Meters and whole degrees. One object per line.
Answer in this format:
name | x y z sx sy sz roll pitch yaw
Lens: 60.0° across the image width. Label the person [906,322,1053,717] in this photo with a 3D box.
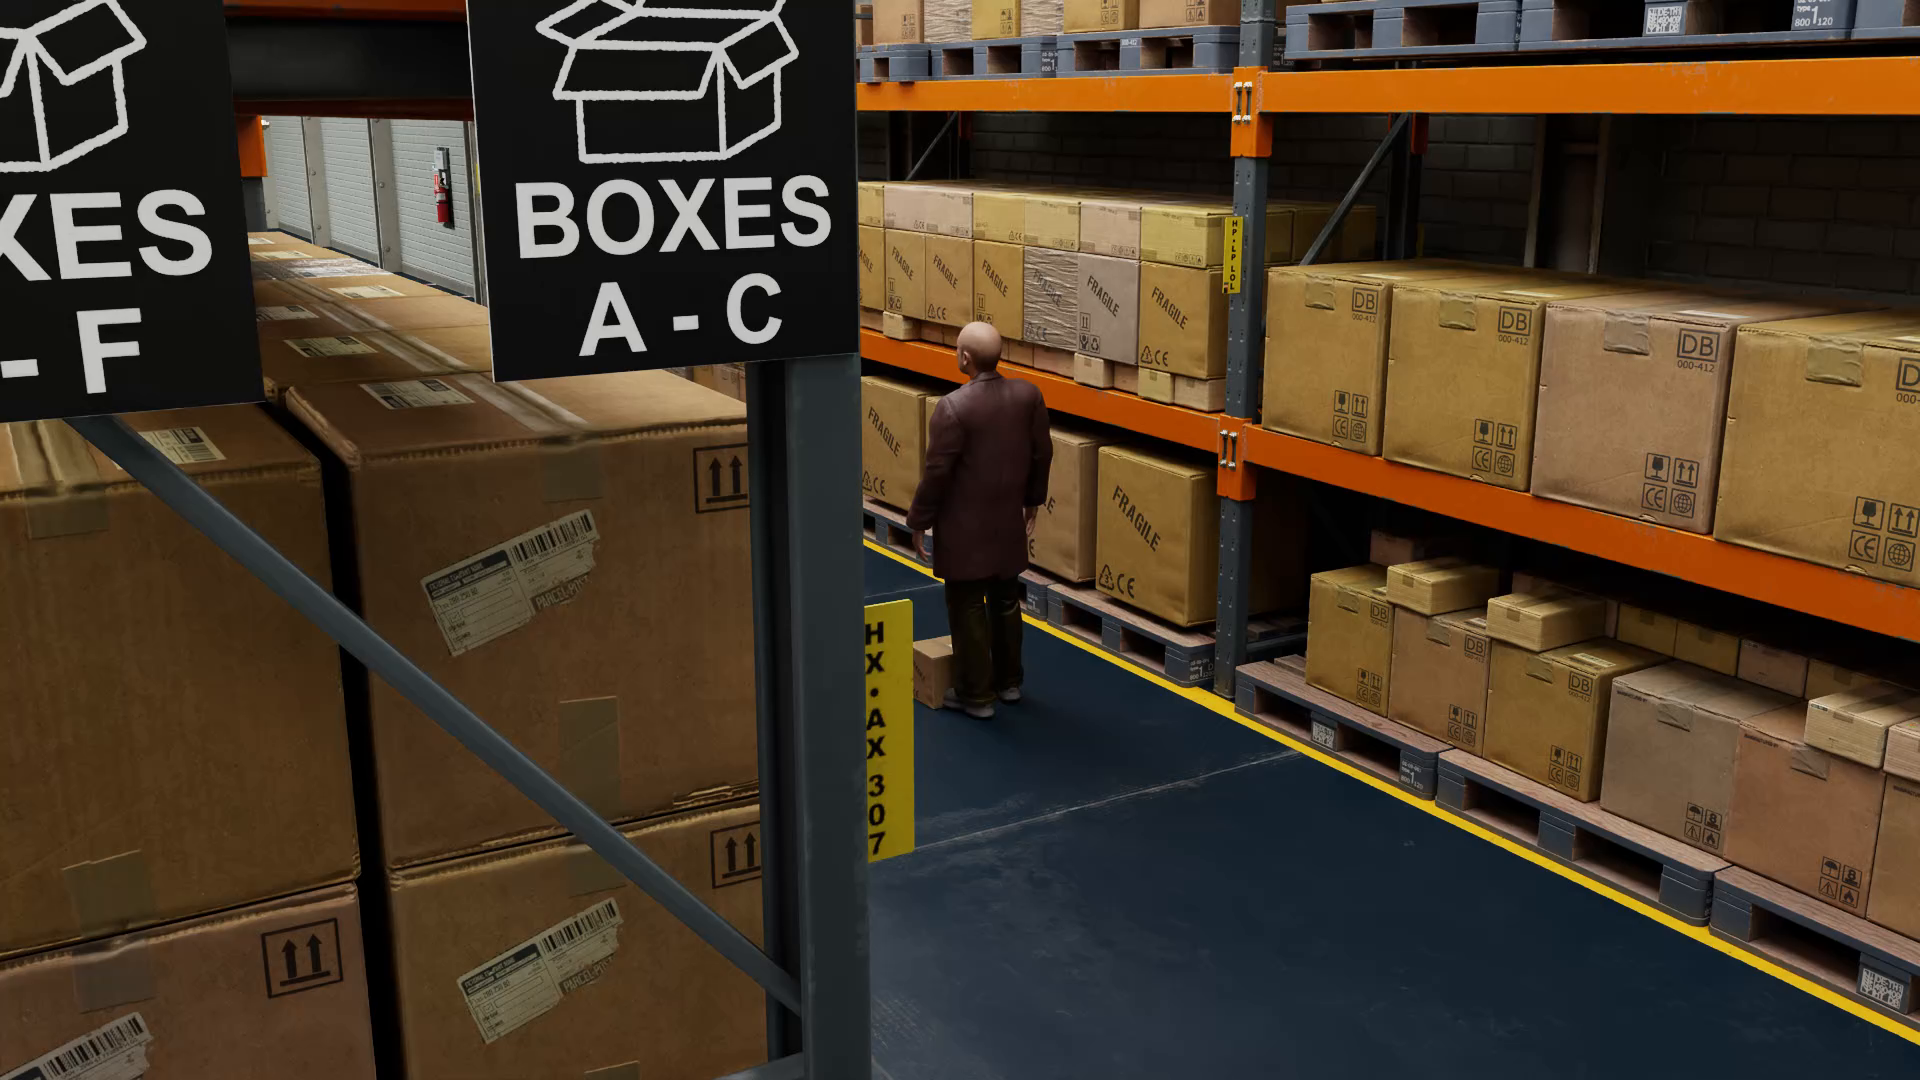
person | 0.039 -0.099 7.386 0.698 1.777 0.580 -8 17 -29
